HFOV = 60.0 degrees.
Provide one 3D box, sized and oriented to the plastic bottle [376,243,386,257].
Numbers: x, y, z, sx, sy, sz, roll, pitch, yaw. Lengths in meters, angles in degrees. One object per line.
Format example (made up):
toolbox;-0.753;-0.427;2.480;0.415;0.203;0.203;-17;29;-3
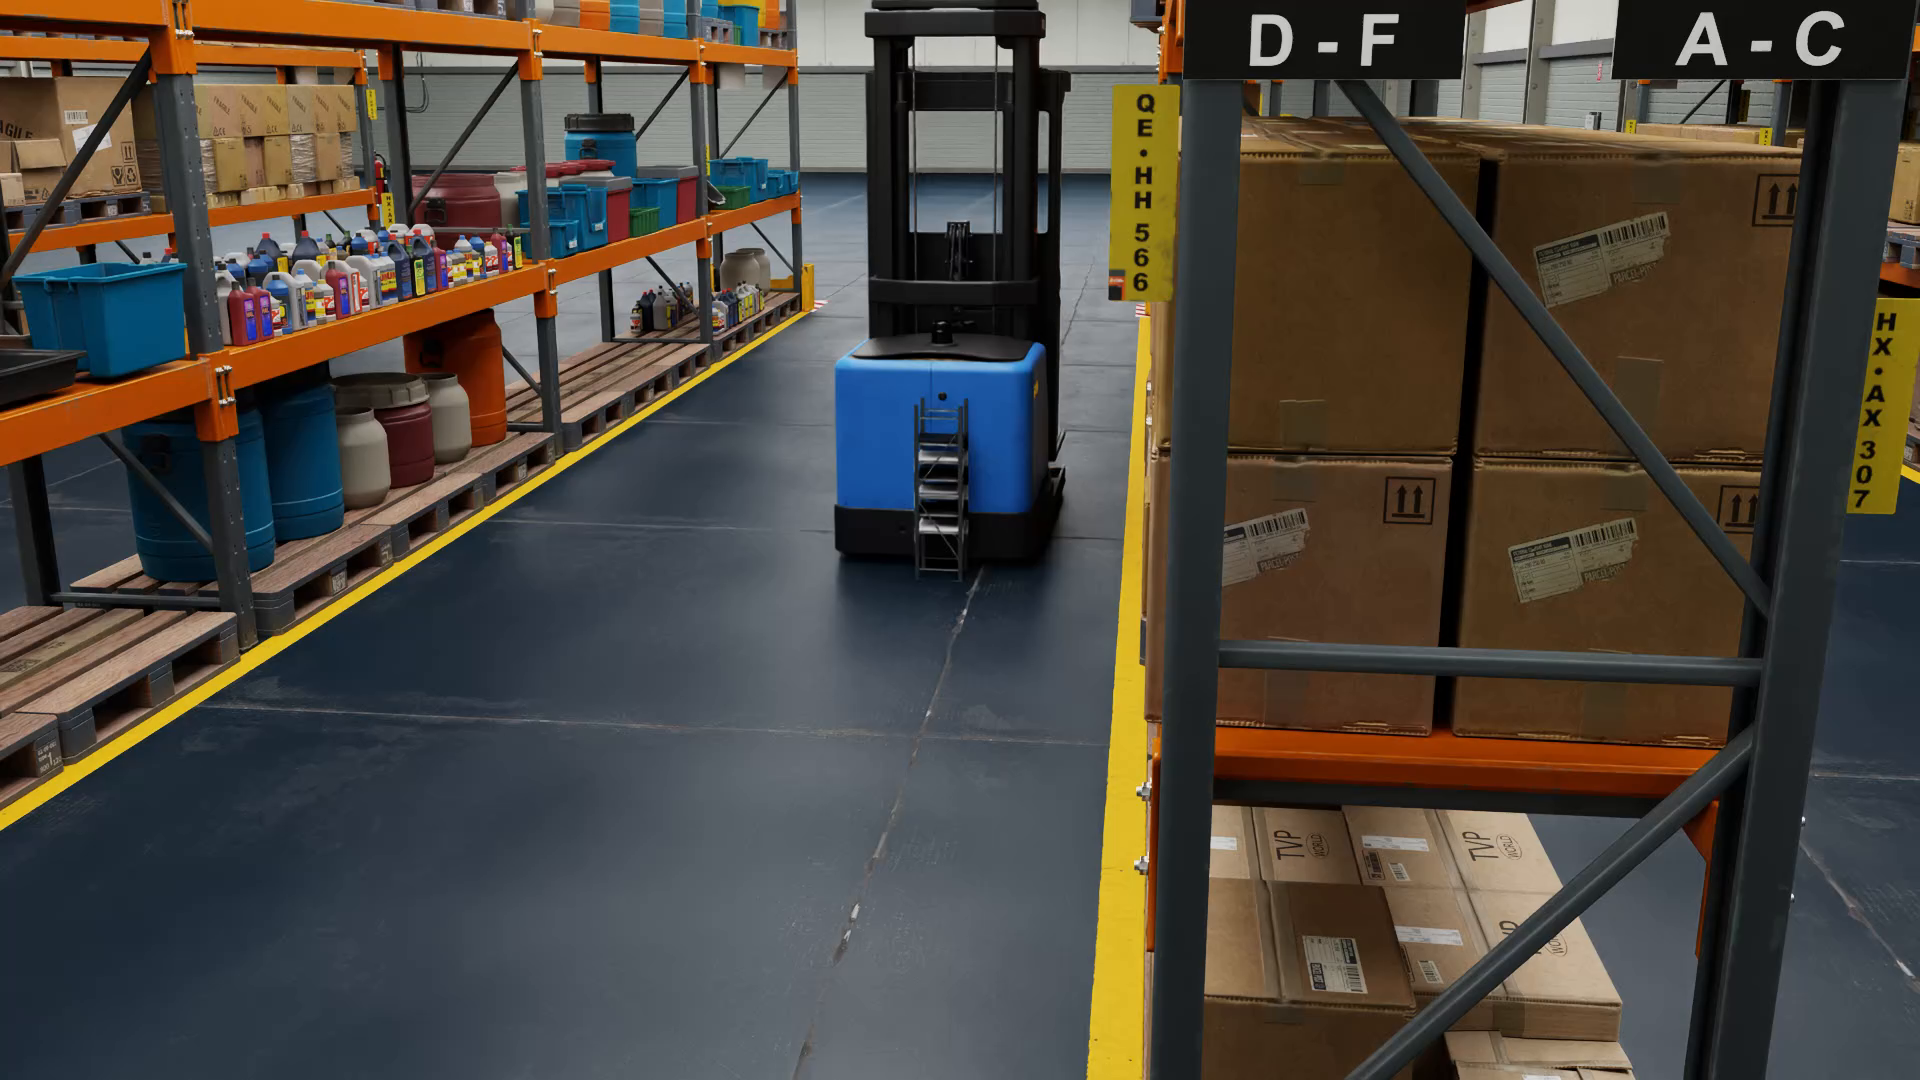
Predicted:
plastic bottle;-3.484;-1.700;10.085;0.097;0.201;0.097;0;15;0

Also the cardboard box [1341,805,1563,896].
cardboard box;1.287;0.927;4.413;0.500;0.250;0.500;2;15;6

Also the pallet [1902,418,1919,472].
pallet;6.745;-0.583;10.912;1.003;0.211;1.213;2;15;6

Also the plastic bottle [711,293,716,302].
plastic bottle;-2.377;-2.190;15.748;0.144;0.351;0.185;2;15;6

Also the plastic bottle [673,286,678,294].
plastic bottle;-2.850;-2.412;16.720;0.097;0.271;0.097;0;15;0

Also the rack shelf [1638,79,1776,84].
rack shelf;7.333;-4.383;15.256;1.077;0.370;4.000;2;15;6

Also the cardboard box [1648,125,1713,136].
cardboard box;7.140;-3.857;16.493;0.500;0.500;0.500;2;15;6

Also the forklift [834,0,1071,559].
forklift;0.054;-1.655;9.667;1.130;2.935;3.031;2;15;7

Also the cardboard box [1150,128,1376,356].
cardboard box;0.717;-0.716;3.957;0.500;0.500;0.500;2;15;8

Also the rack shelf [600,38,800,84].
rack shelf;-2.511;-4.675;16.335;1.077;0.370;4.000;2;15;6

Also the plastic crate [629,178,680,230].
plastic crate;-2.552;-2.752;13.625;0.392;0.384;0.575;2;15;6

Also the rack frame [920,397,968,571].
rack frame;-0.080;-0.278;8.467;0.240;0.900;0.006;2;15;7

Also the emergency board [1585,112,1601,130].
emergency board;9.333;-5.790;24.828;0.194;1.169;0.643;2;15;6

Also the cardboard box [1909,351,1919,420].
cardboard box;6.859;-1.050;11.245;0.700;0.500;0.500;2;15;6

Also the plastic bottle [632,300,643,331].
plastic bottle;-3.010;-2.091;15.509;0.061;0.283;0.133;2;15;9

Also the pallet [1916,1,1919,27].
pallet;6.818;-3.695;11.693;1.213;0.211;1.003;2;15;6

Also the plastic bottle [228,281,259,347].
plastic bottle;-3.174;-1.007;7.362;0.061;0.283;0.133;2;15;6

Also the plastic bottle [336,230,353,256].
plastic bottle;-3.671;-1.705;9.946;0.061;0.283;0.133;2;15;6

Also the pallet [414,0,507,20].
pallet;-3.372;-3.179;9.788;1.003;0.211;1.213;2;15;6

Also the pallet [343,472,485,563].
pallet;-3.376;-0.151;9.314;1.003;0.211;1.213;2;15;6

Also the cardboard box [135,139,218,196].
cardboard box;-7.546;-3.508;15.627;0.875;0.500;0.500;2;15;6

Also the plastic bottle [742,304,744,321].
plastic bottle;-2.157;-2.236;16.202;0.097;0.201;0.097;0;15;0

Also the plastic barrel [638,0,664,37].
plastic barrel;-2.652;-4.437;13.119;0.600;0.901;0.600;0;15;0

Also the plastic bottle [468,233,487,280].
plastic bottle;-2.889;-1.699;9.944;0.097;0.271;0.097;0;15;0

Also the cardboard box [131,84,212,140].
cardboard box;-7.355;-3.985;15.476;0.500;0.500;0.500;2;15;6

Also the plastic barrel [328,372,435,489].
plastic barrel;-3.354;-0.636;9.584;0.600;0.588;0.708;2;15;6

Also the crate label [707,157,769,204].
crate label;-2.224;-3.624;16.752;0.502;0.435;0.616;2;15;6

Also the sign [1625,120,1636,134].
sign;7.019;-4.235;17.418;0.100;0.325;0.005;2;15;6

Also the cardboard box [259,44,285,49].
cardboard box;-7.180;-5.089;16.776;0.500;0.250;0.500;1;15;5

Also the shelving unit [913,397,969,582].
shelving unit;-0.094;-0.252;8.370;0.258;0.900;0.210;2;15;7

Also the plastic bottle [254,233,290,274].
plastic bottle;-3.737;-1.490;9.022;0.144;0.351;0.185;2;15;6

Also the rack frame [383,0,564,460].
rack frame;-3.188;-2.018;10.878;1.000;3.000;0.127;2;15;6

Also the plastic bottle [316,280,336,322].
plastic bottle;-3.105;-1.168;8.116;0.097;0.201;0.097;0;15;0

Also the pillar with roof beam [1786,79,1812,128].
pillar with roof beam;4.061;-6.617;16.392;9.100;9.000;0.400;2;15;6

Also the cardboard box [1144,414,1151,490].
cardboard box;1.229;-0.366;8.714;0.500;0.500;0.500;1;15;4

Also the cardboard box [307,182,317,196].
cardboard box;-7.153;-3.778;17.869;0.380;0.149;0.250;2;15;6

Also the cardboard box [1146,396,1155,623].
cardboard box;0.666;-0.103;3.606;0.500;0.500;0.500;2;15;7

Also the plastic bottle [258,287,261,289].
plastic bottle;-3.293;-1.087;7.816;0.097;0.201;0.097;0;15;0

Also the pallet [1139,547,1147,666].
pallet;1.336;0.301;7.646;1.003;0.211;1.213;2;15;6

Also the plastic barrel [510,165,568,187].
plastic barrel;-3.194;-2.577;12.684;0.433;0.535;0.433;0;15;0

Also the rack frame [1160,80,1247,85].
rack frame;2.636;-3.946;18.008;1.000;3.000;0.127;2;15;6

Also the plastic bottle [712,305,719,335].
plastic bottle;-2.265;-2.020;15.271;0.097;0.271;0.097;0;15;0

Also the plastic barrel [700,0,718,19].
plastic barrel;-2.518;-5.203;15.146;0.600;0.901;0.708;2;15;6

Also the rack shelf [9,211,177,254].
rack shelf;-7.884;-2.335;13.430;1.077;0.370;4.000;2;15;6

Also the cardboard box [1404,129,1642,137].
cardboard box;1.255;-0.700;3.896;0.500;0.500;0.500;2;15;7

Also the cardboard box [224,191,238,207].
cardboard box;-7.274;-3.322;16.182;0.380;0.149;0.250;2;15;6

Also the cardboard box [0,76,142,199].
cardboard box;-7.887;-3.492;14.374;1.000;1.000;1.000;2;15;7

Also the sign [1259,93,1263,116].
sign;3.173;-4.600;17.754;0.100;0.325;0.005;2;15;6
